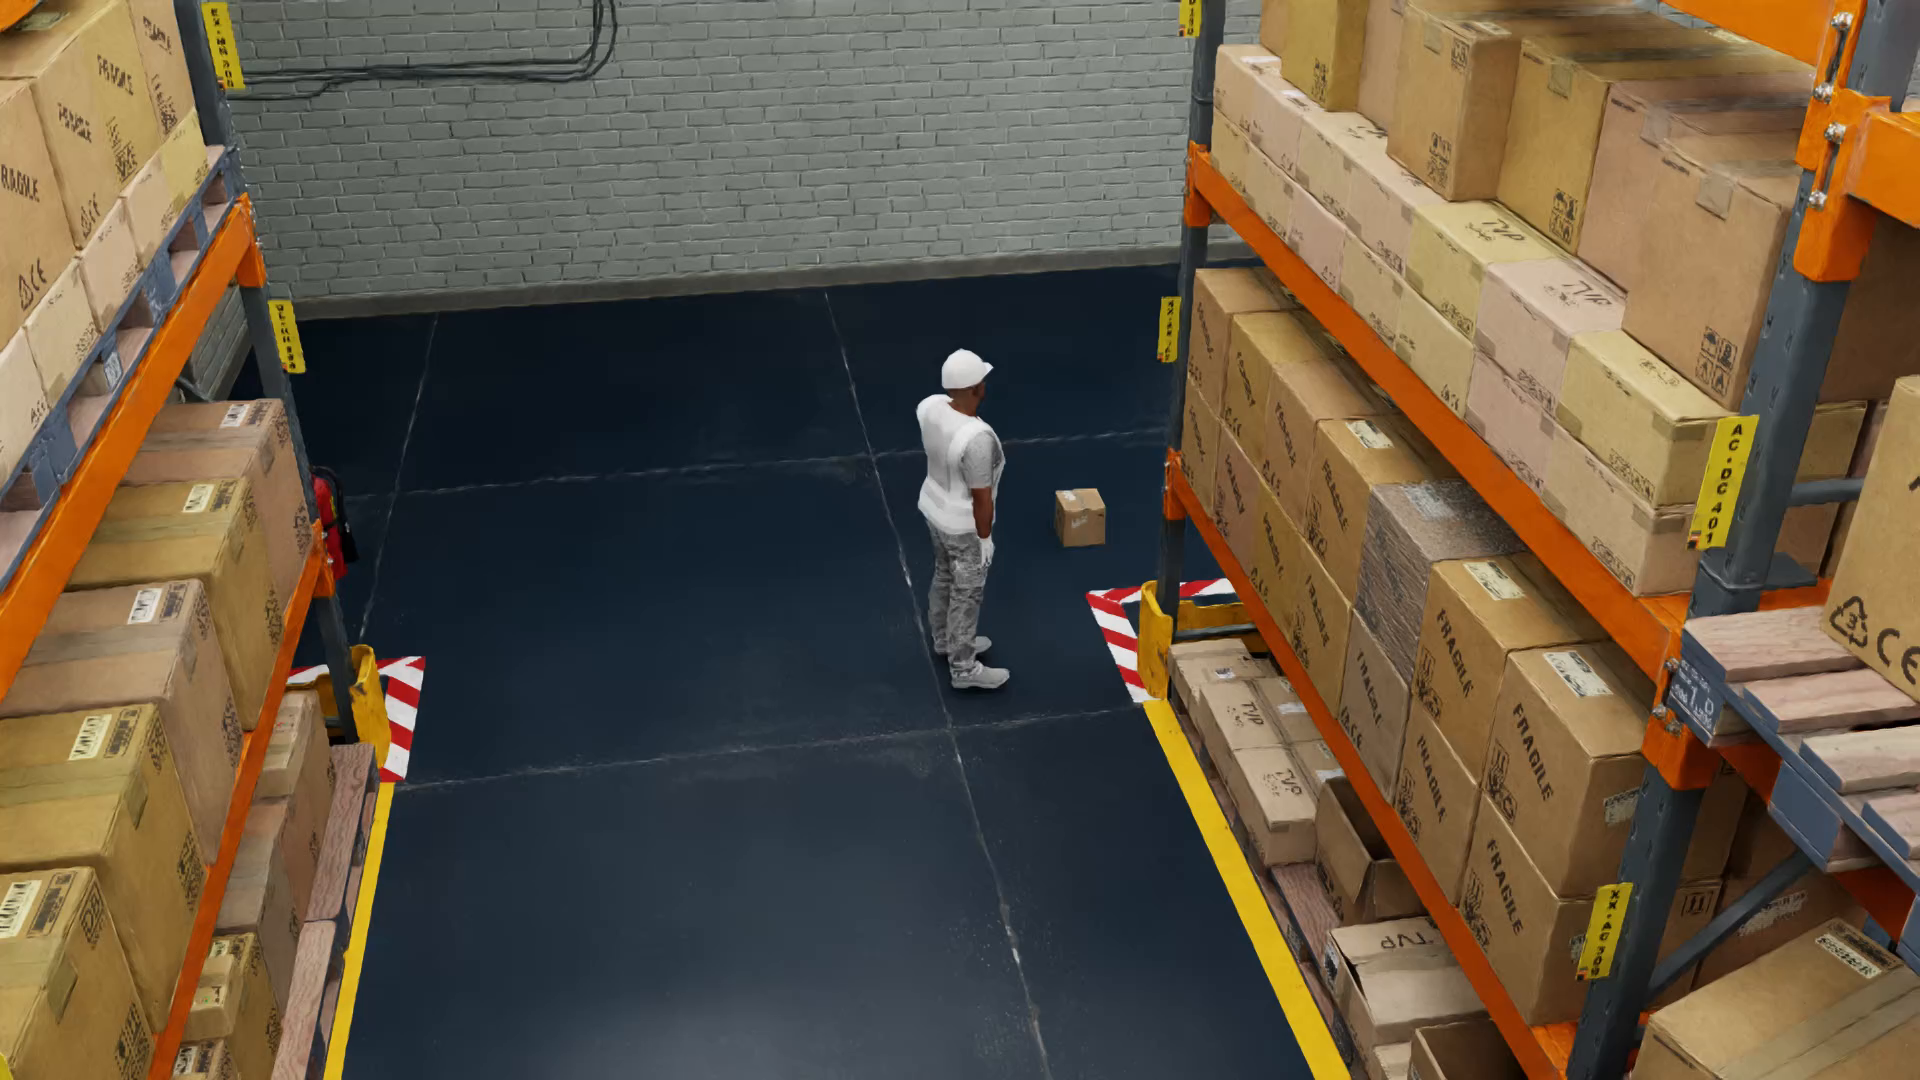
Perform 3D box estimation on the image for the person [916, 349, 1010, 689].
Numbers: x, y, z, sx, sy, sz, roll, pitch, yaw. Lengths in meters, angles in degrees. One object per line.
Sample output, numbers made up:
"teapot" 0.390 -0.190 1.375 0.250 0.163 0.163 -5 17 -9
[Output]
"person" 0.018 -0.116 8.269 0.397 1.784 0.619 -15 34 -24
